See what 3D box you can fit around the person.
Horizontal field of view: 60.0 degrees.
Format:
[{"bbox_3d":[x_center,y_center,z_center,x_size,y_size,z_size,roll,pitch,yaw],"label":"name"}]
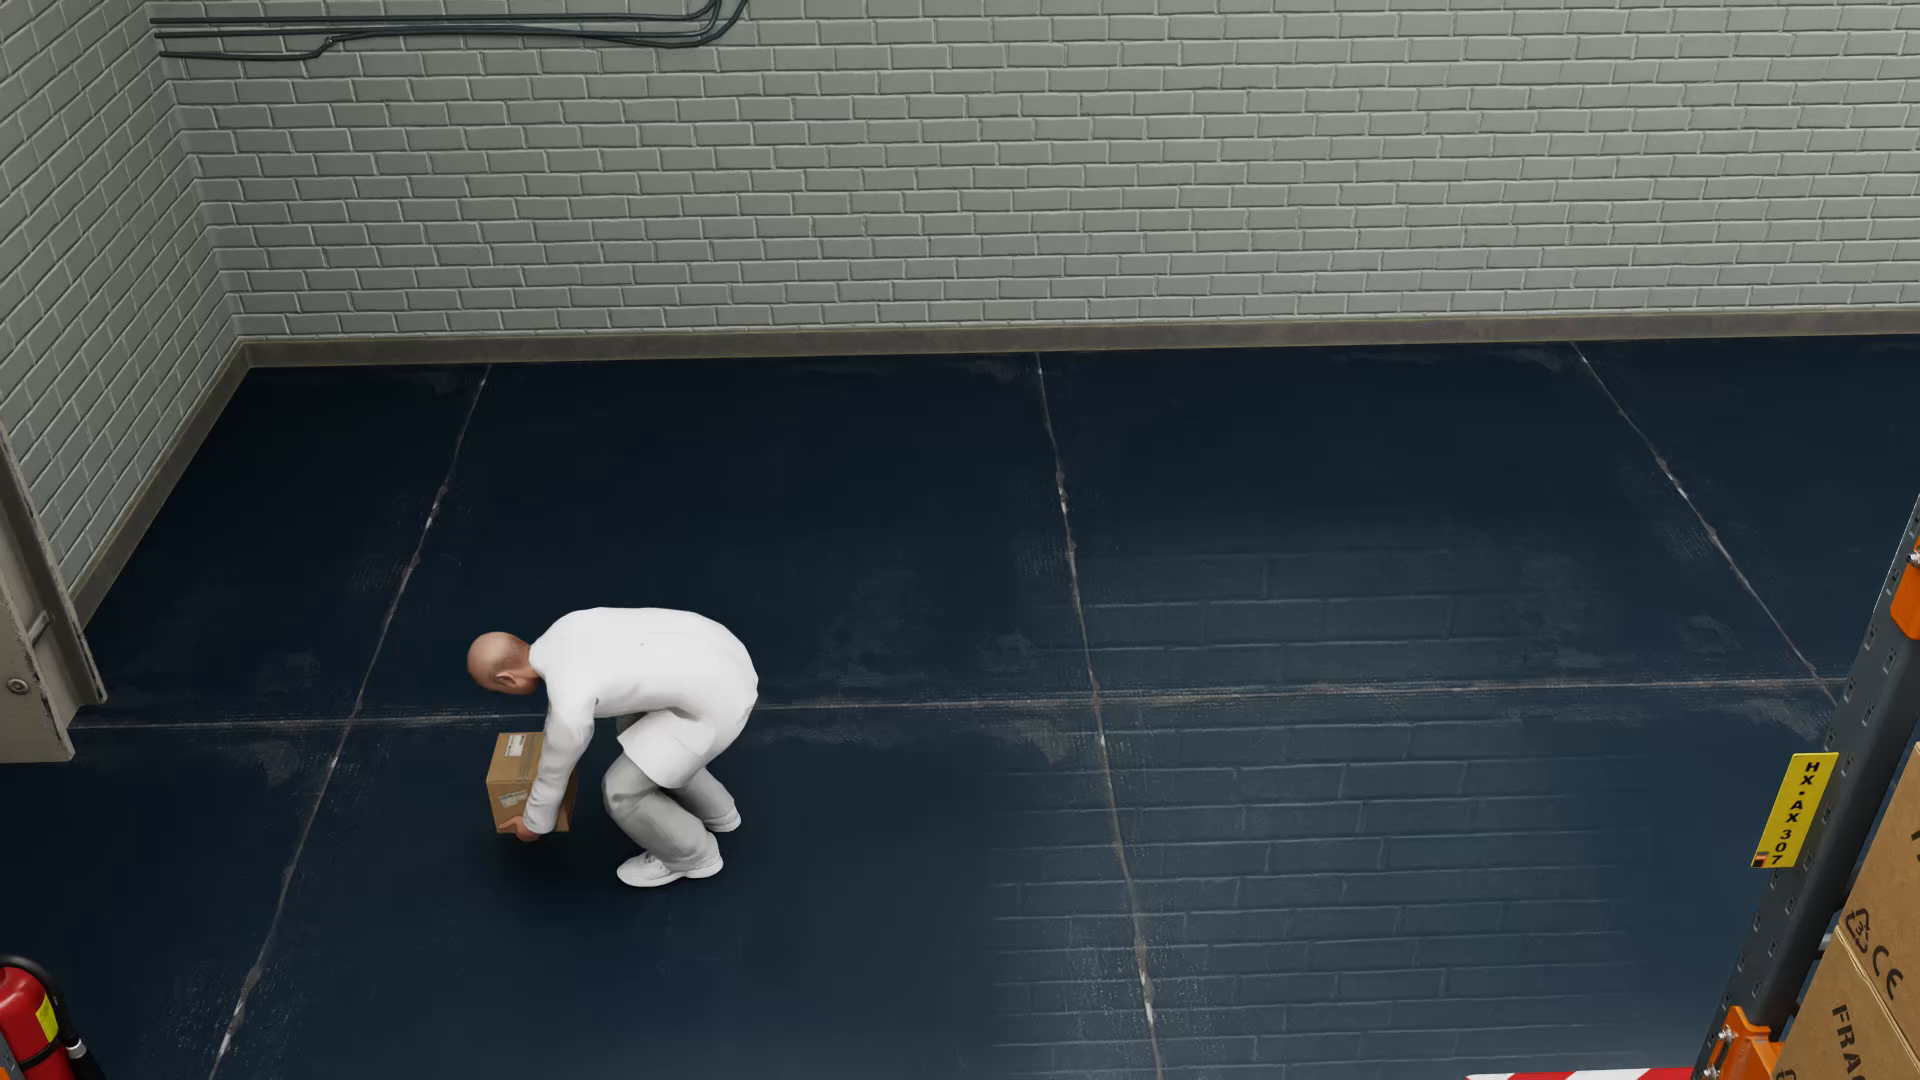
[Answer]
[{"bbox_3d":[-1.158,0.710,5.774,0.942,1.048,0.585,-3,35,-4],"label":"person"}]
